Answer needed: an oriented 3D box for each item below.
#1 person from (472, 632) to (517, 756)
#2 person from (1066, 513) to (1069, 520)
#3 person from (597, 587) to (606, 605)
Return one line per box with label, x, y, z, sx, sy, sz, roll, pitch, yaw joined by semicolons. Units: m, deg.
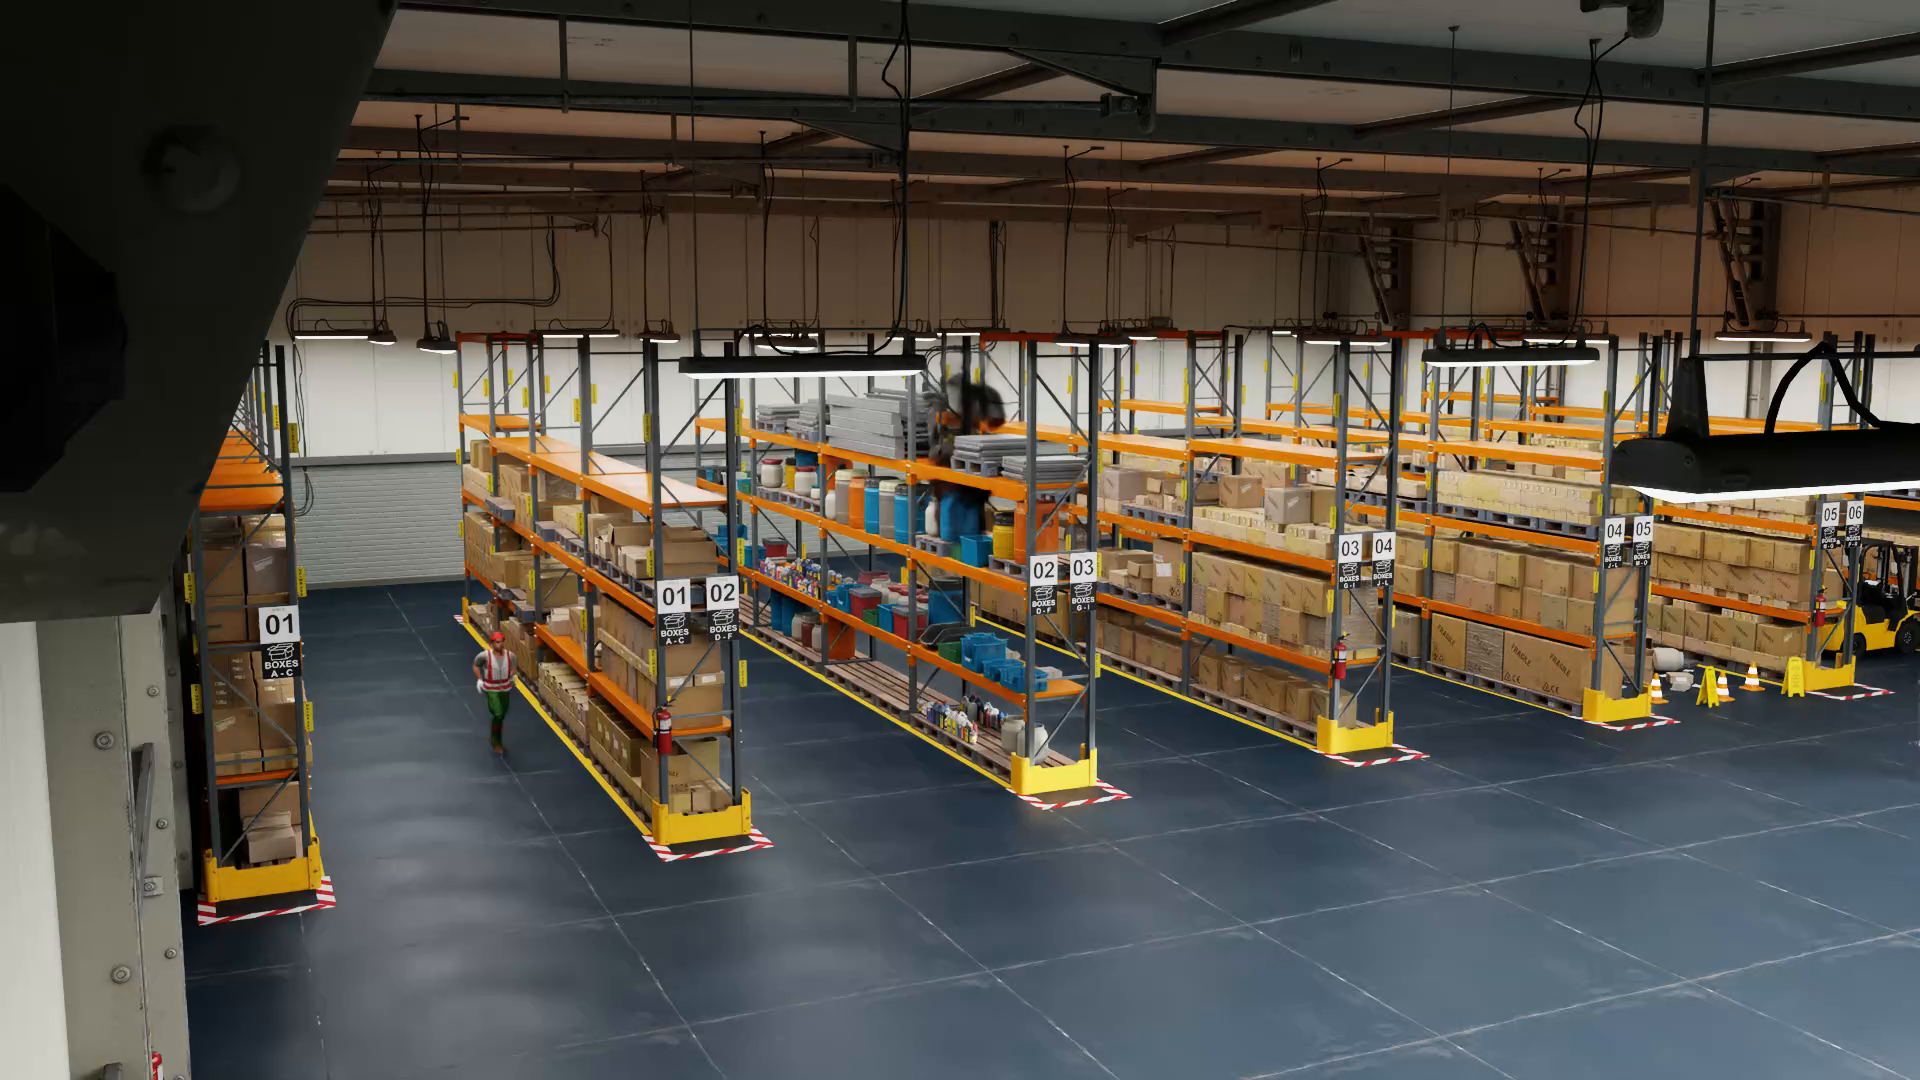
person;-6.709;2.212;24.177;0.565;1.809;0.838;-6;10;-38
person;2.506;0.216;39.235;0.672;1.757;0.775;-1;8;-8
person;-7.244;0.911;33.846;0.657;1.777;0.841;-6;10;-38
